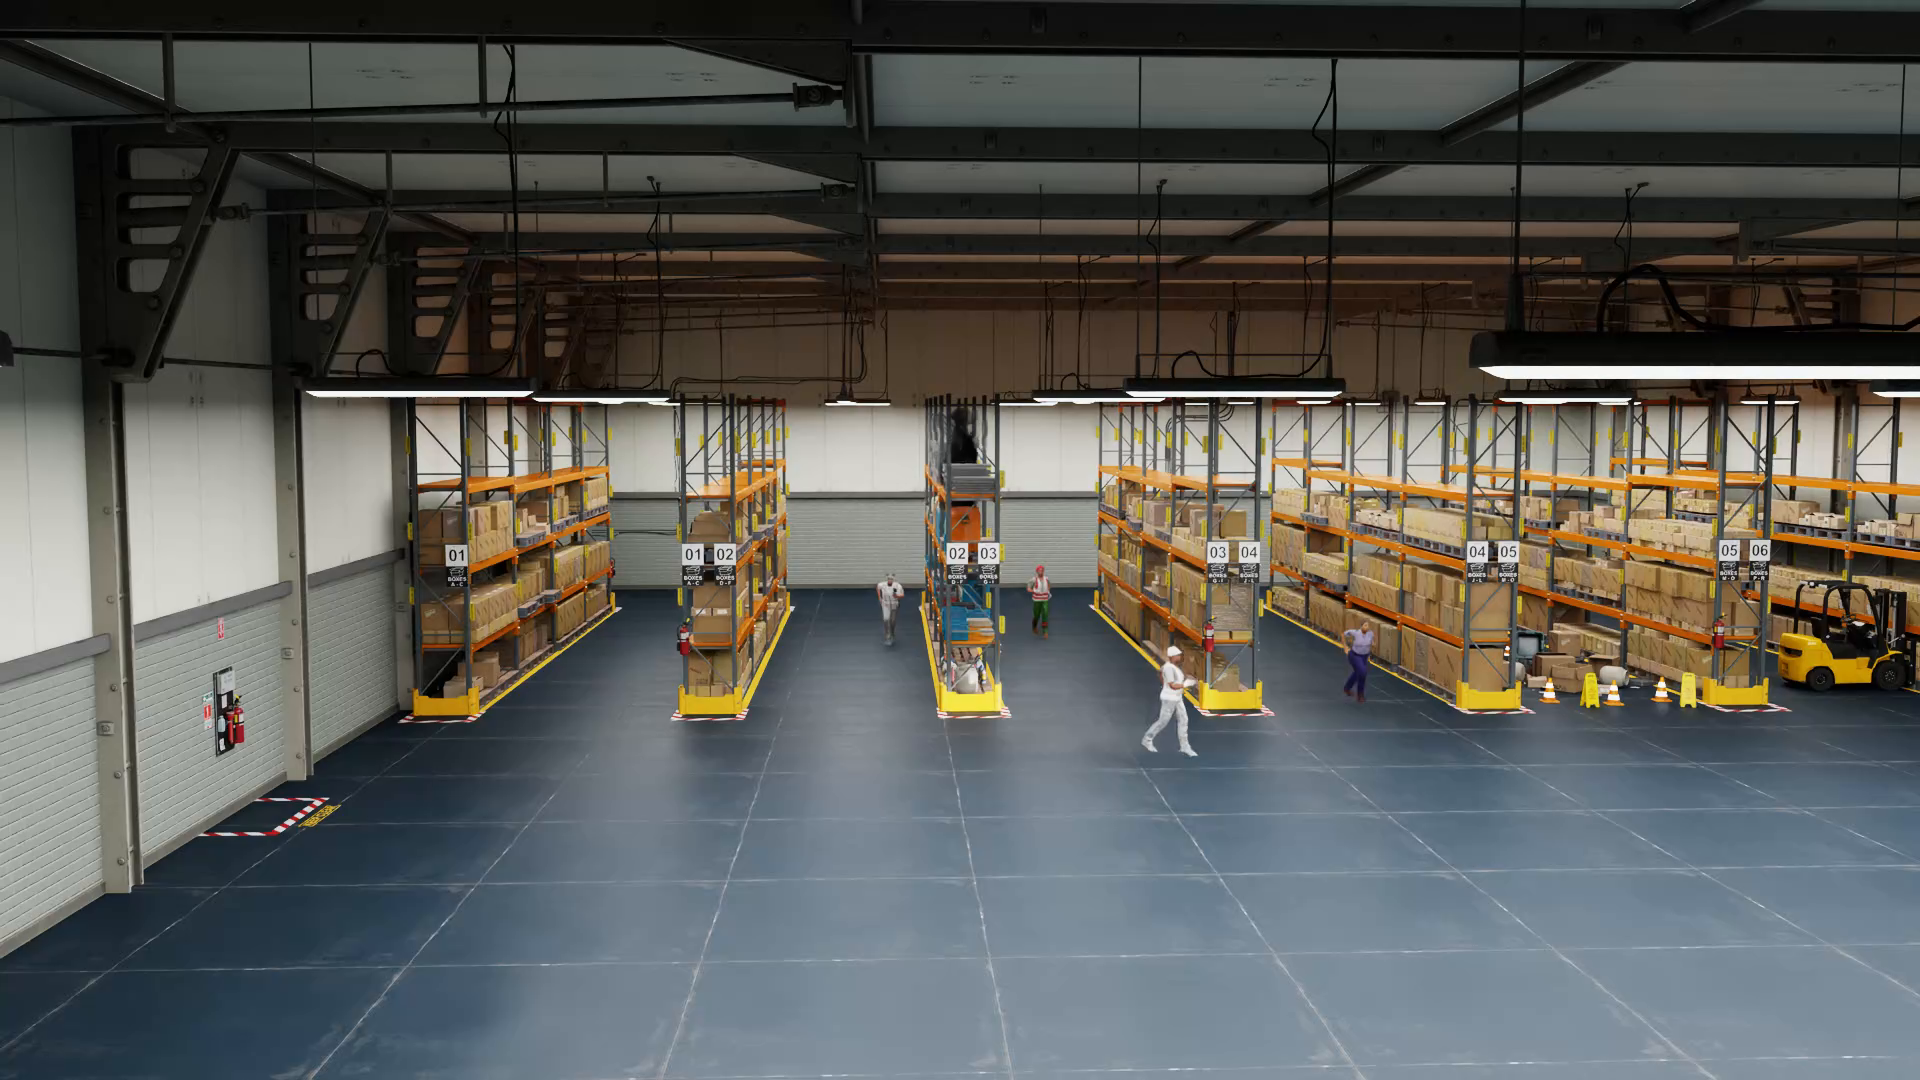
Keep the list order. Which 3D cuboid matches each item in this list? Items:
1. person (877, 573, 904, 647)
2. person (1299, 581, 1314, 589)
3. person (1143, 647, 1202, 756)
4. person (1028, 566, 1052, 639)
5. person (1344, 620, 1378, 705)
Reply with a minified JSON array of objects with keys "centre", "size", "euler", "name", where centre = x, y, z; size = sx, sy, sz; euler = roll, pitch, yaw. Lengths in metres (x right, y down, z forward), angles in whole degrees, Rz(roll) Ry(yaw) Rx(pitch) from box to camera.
[{"centre":[-1.689,1.669,40.516],"size":[0.660,1.798,1.011],"euler":[0,5,-5],"name":"person"},{"centre":[10.220,1.022,49.420],"size":[0.665,1.612,0.602],"euler":[-1,5,-16],"name":"person"},{"centre":[3.505,2.639,27.327],"size":[0.976,1.787,0.677],"euler":[2,5,20],"name":"person"},{"centre":[2.015,1.530,41.449],"size":[0.659,1.770,0.988],"euler":[-1,5,-16],"name":"person"},{"centre":[7.823,2.357,32.581],"size":[0.601,1.661,0.927],"euler":[-2,5,-25],"name":"person"}]
